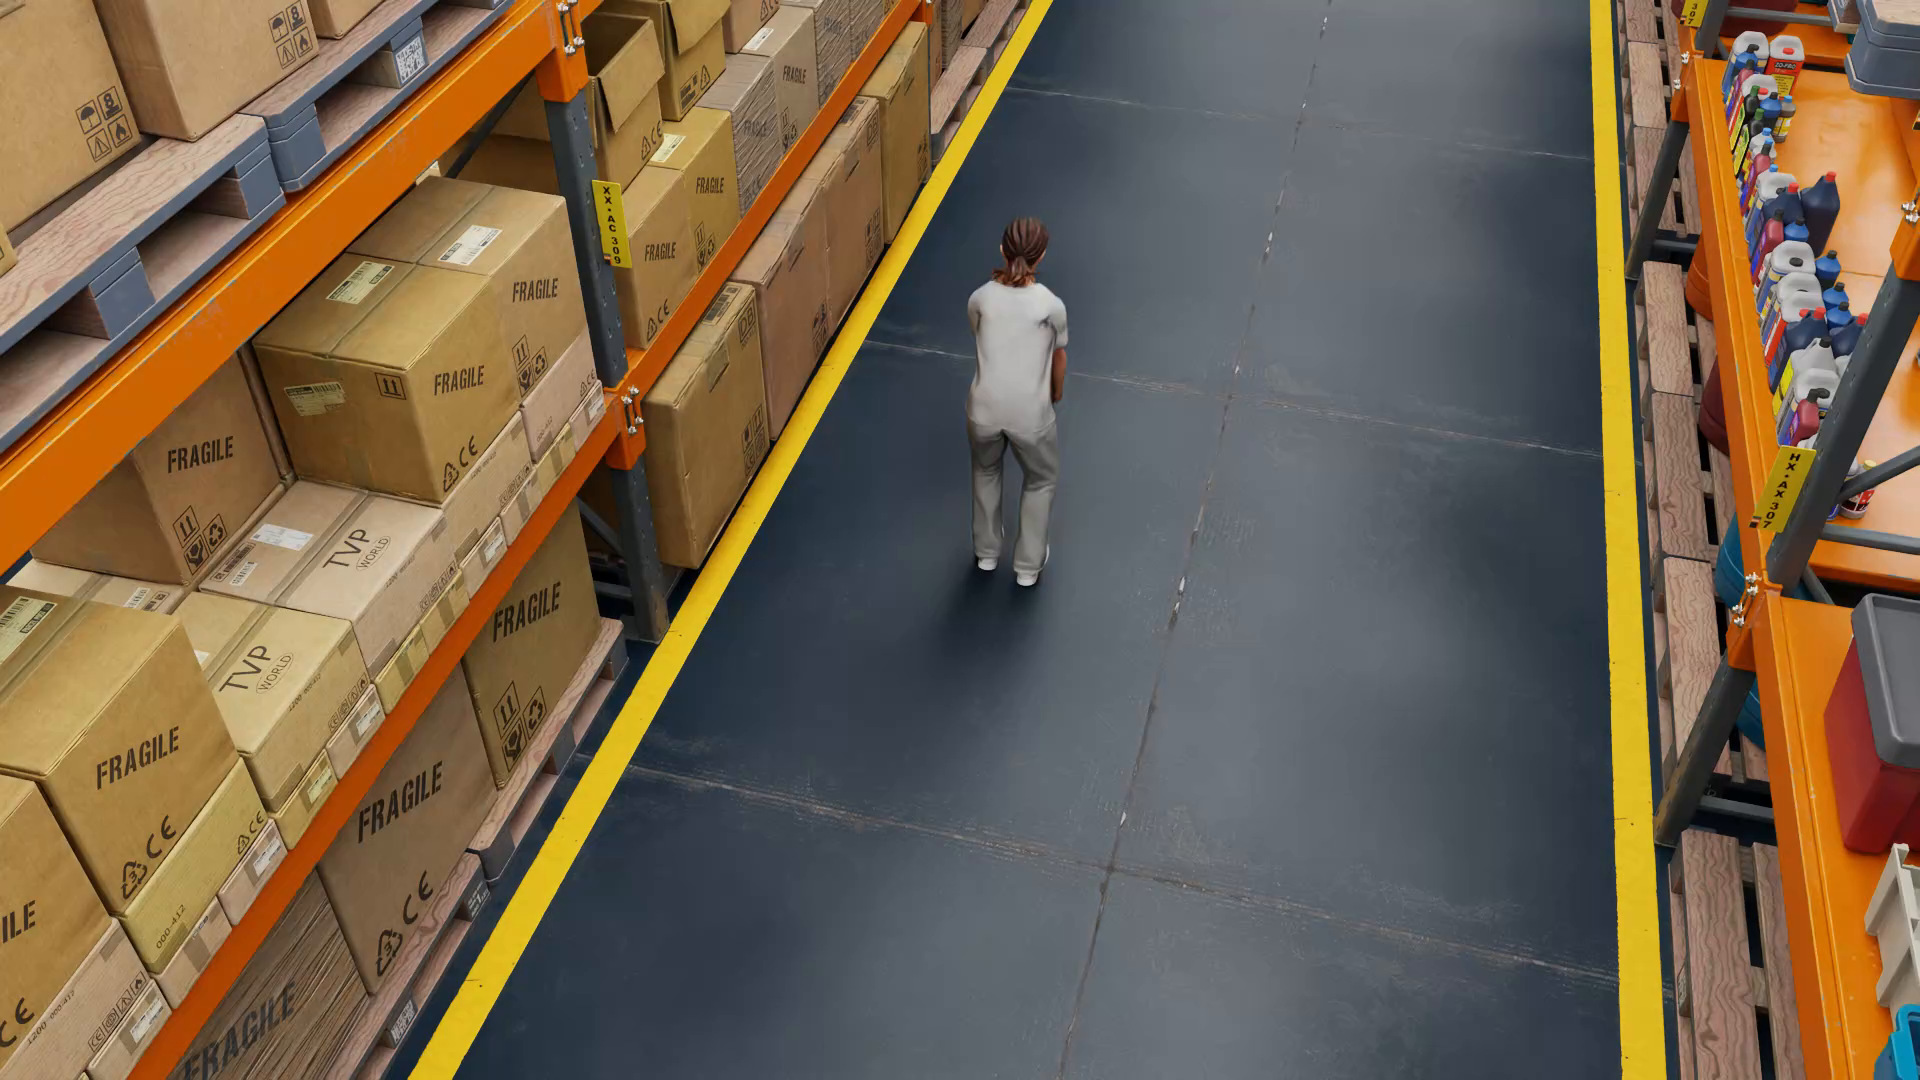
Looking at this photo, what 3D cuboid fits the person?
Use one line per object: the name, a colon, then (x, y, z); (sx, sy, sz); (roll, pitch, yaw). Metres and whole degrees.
person: (0.223, -0.558, 6.855); (0.410, 1.606, 0.548); (9, 42, 10)
